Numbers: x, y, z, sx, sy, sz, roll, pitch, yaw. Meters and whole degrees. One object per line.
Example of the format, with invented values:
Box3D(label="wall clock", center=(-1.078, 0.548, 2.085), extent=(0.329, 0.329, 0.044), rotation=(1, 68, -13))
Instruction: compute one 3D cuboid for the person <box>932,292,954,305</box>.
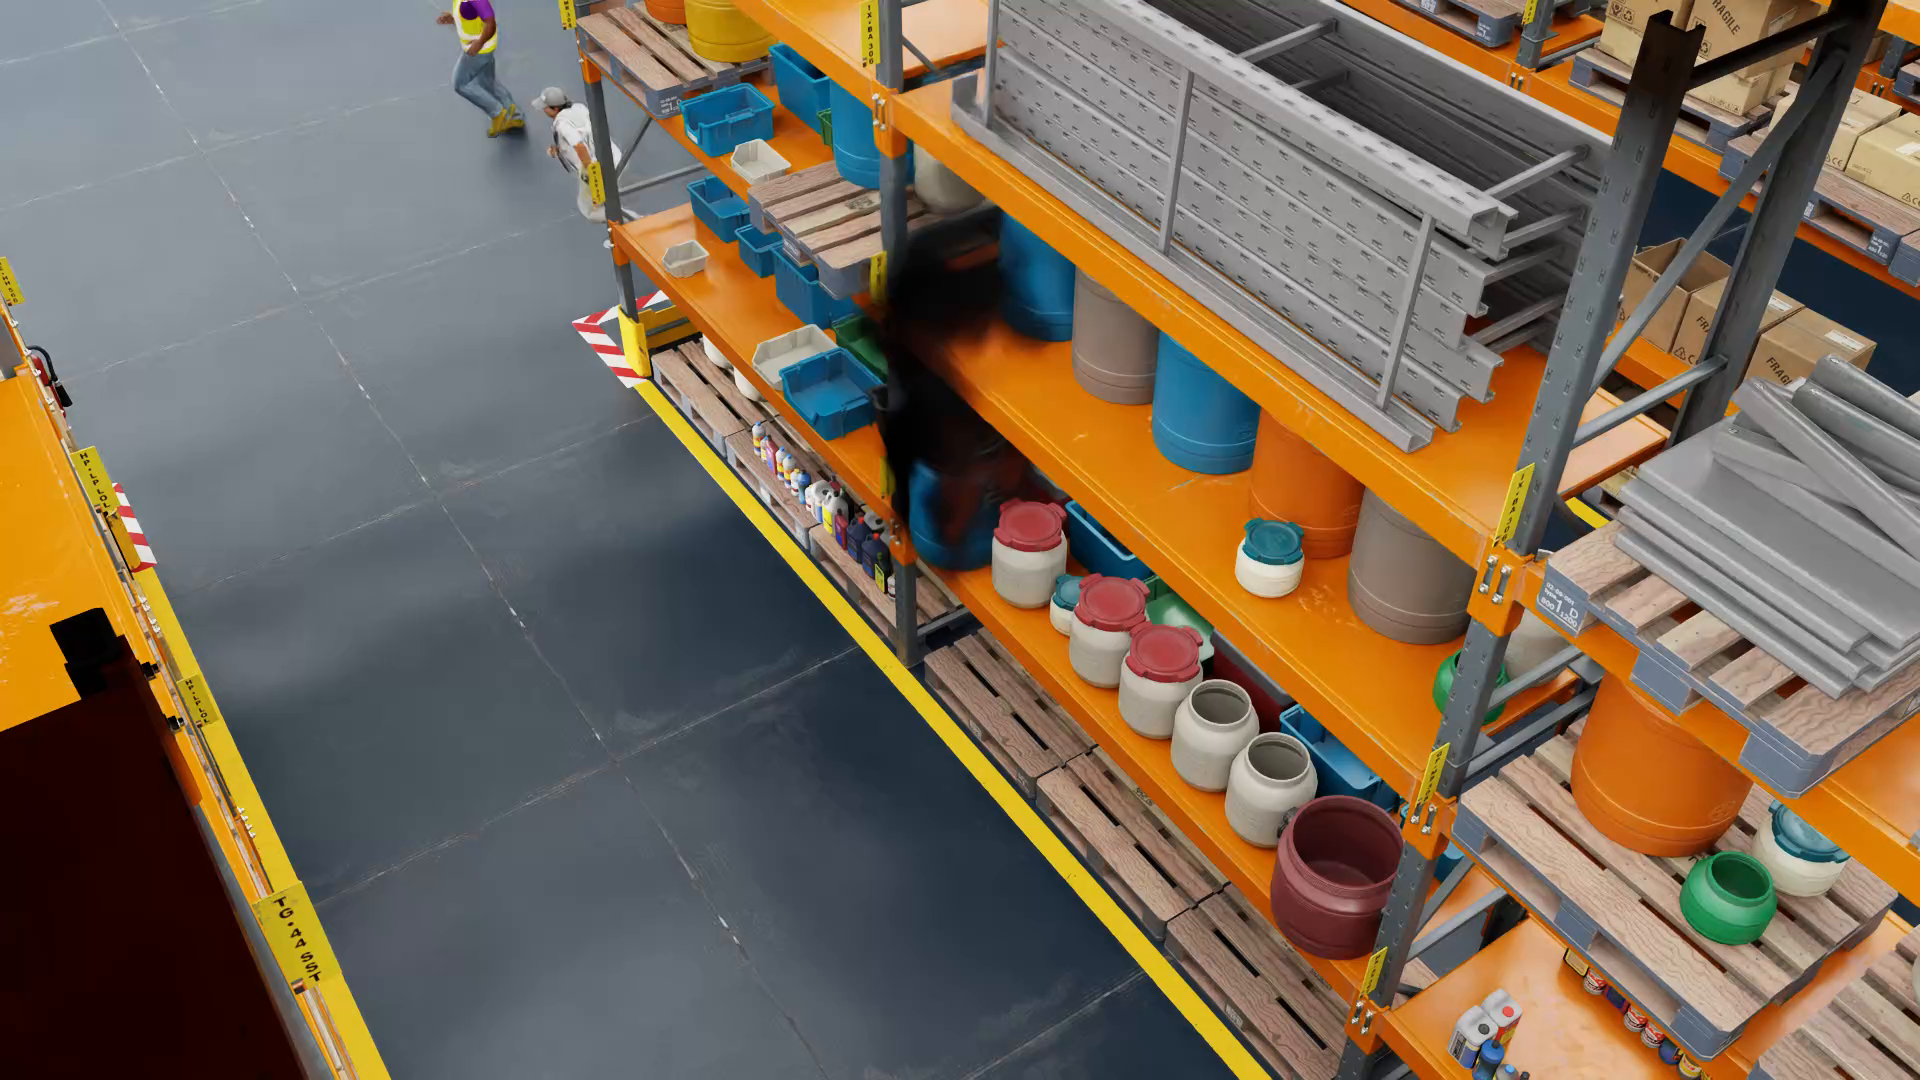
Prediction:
Box3D(label="person", center=(-0.128, -2.124, 12.878), extent=(0.546, 1.725, 0.756), rotation=(-29, 50, -28))

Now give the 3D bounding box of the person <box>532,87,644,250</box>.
Box3D(label="person", center=(-3.100, -3.066, 13.977), extent=(0.798, 1.540, 0.617), rotation=(5, 43, 6))

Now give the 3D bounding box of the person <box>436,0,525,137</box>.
Box3D(label="person", center=(-4.518, -4.600, 15.470), extent=(0.657, 1.745, 0.672), rotation=(-5, 43, -5))
